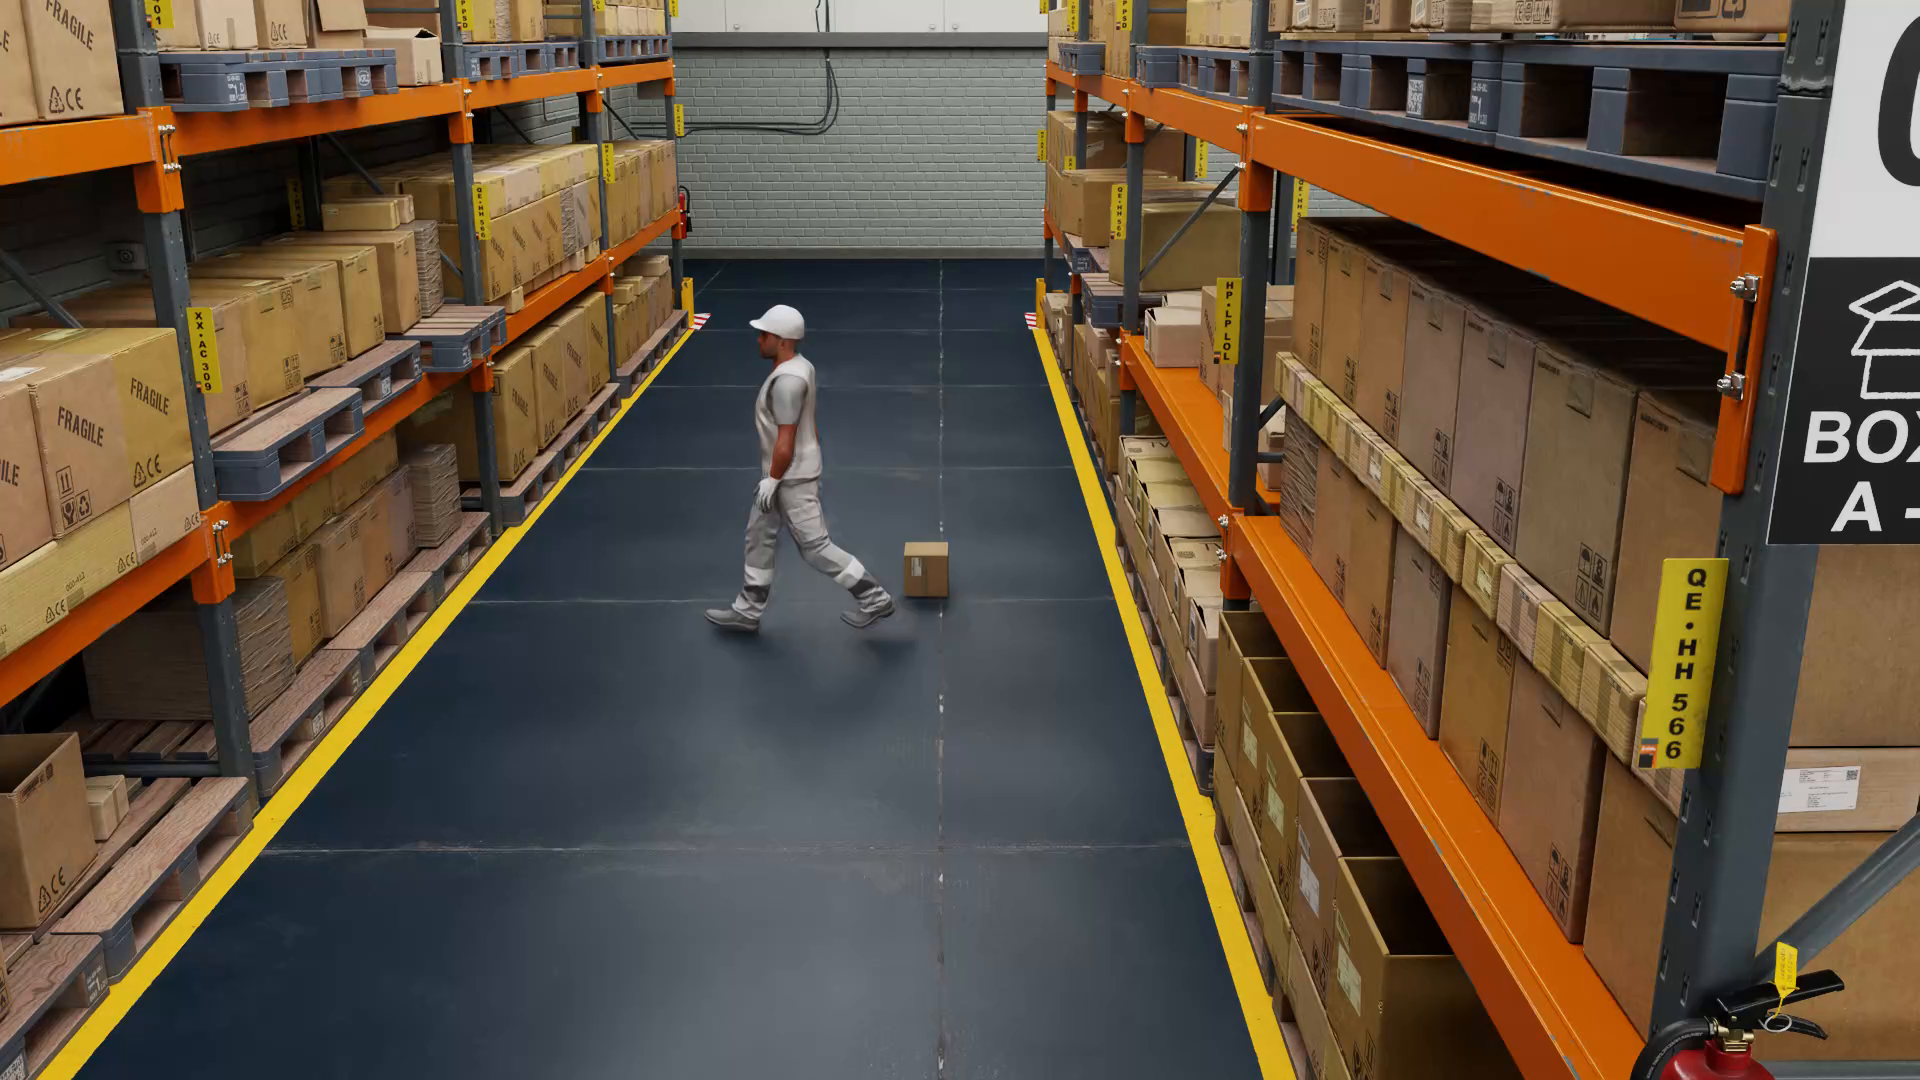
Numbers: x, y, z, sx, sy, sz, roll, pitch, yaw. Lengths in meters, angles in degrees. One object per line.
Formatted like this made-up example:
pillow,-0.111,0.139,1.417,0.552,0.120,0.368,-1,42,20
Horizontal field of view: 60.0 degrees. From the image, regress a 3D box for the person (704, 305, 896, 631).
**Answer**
person,-0.857,-0.340,8.622,1.024,1.761,0.537,-1,17,-4
